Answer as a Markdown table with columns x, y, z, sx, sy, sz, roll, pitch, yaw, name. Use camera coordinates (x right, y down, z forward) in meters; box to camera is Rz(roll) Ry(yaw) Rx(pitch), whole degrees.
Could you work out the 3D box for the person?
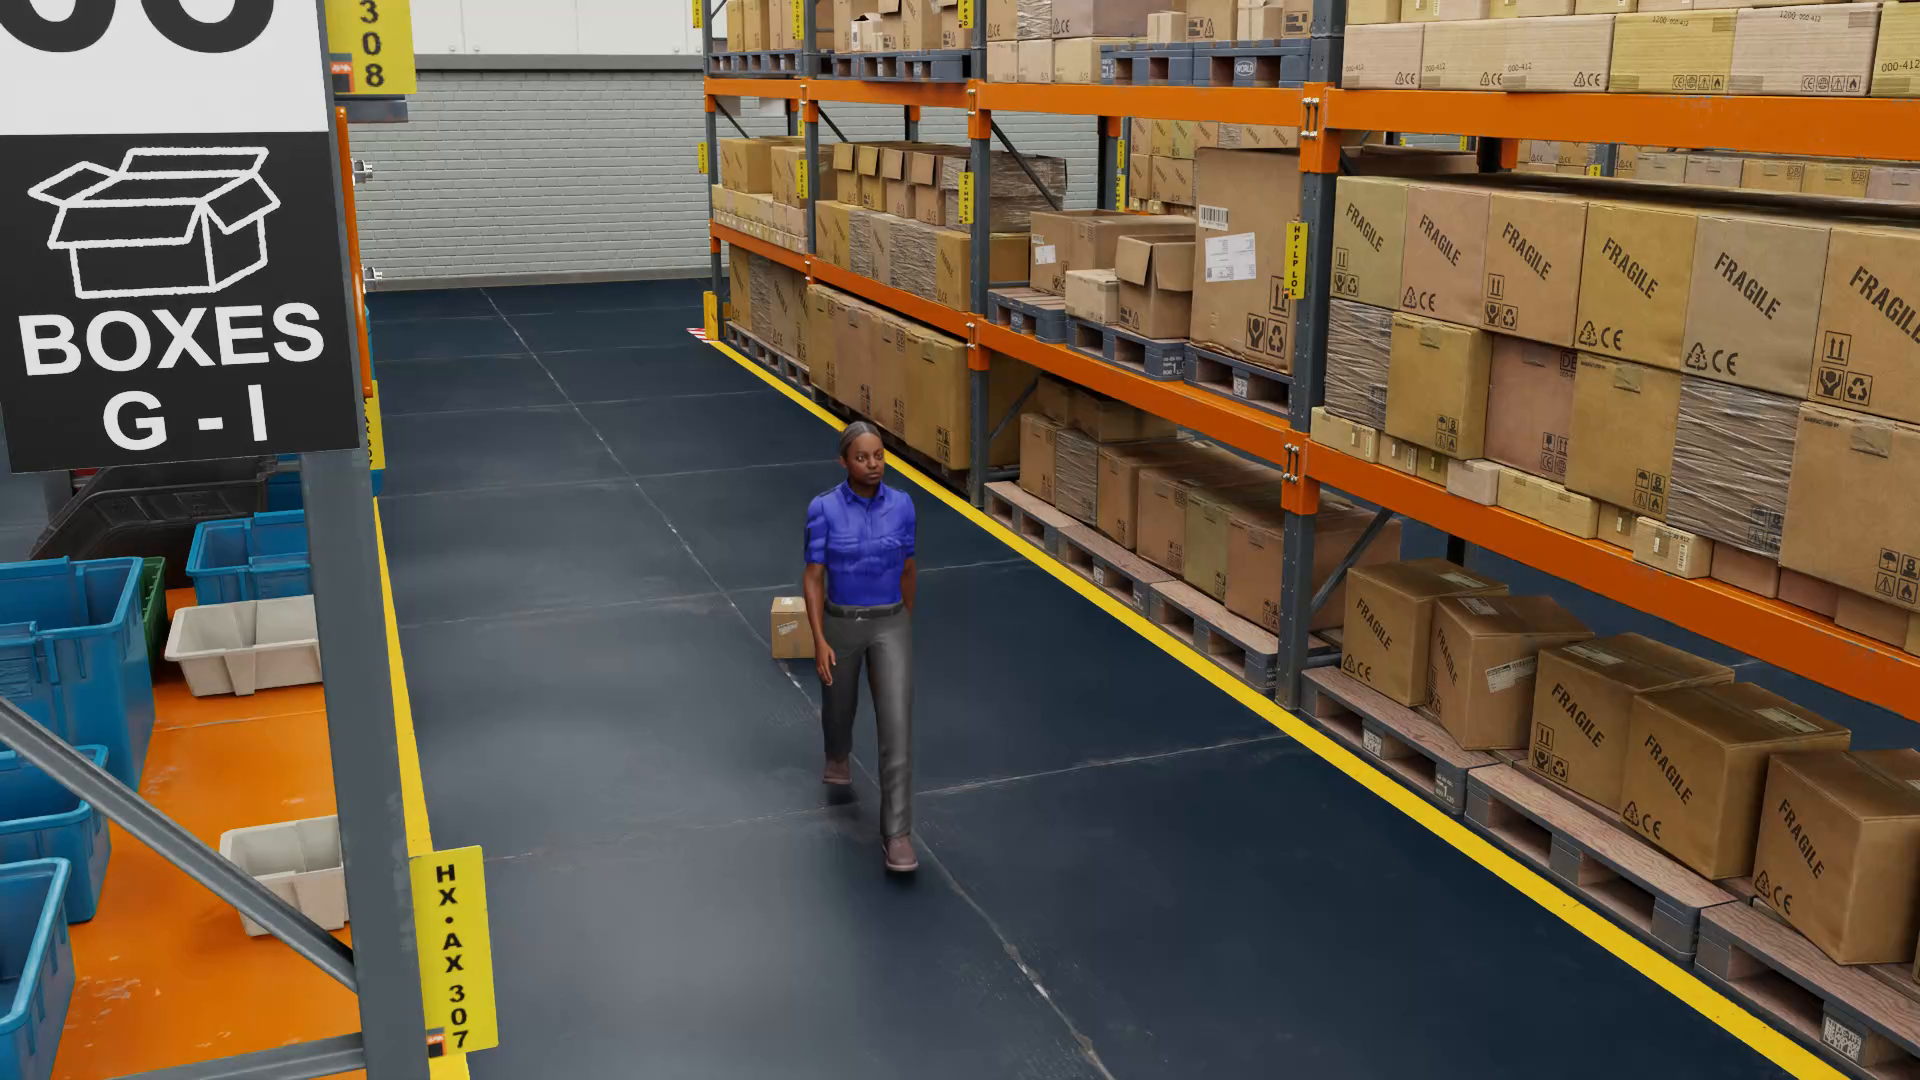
| x | y | z | sx | sy | sz | roll | pitch | yaw | name |
| --- | --- | --- | --- | --- | --- | --- | --- | --- | --- |
| -0.371 | 0.343 | 6.306 | 0.445 | 1.599 | 1.020 | -2 | 16 | -9 | person |
